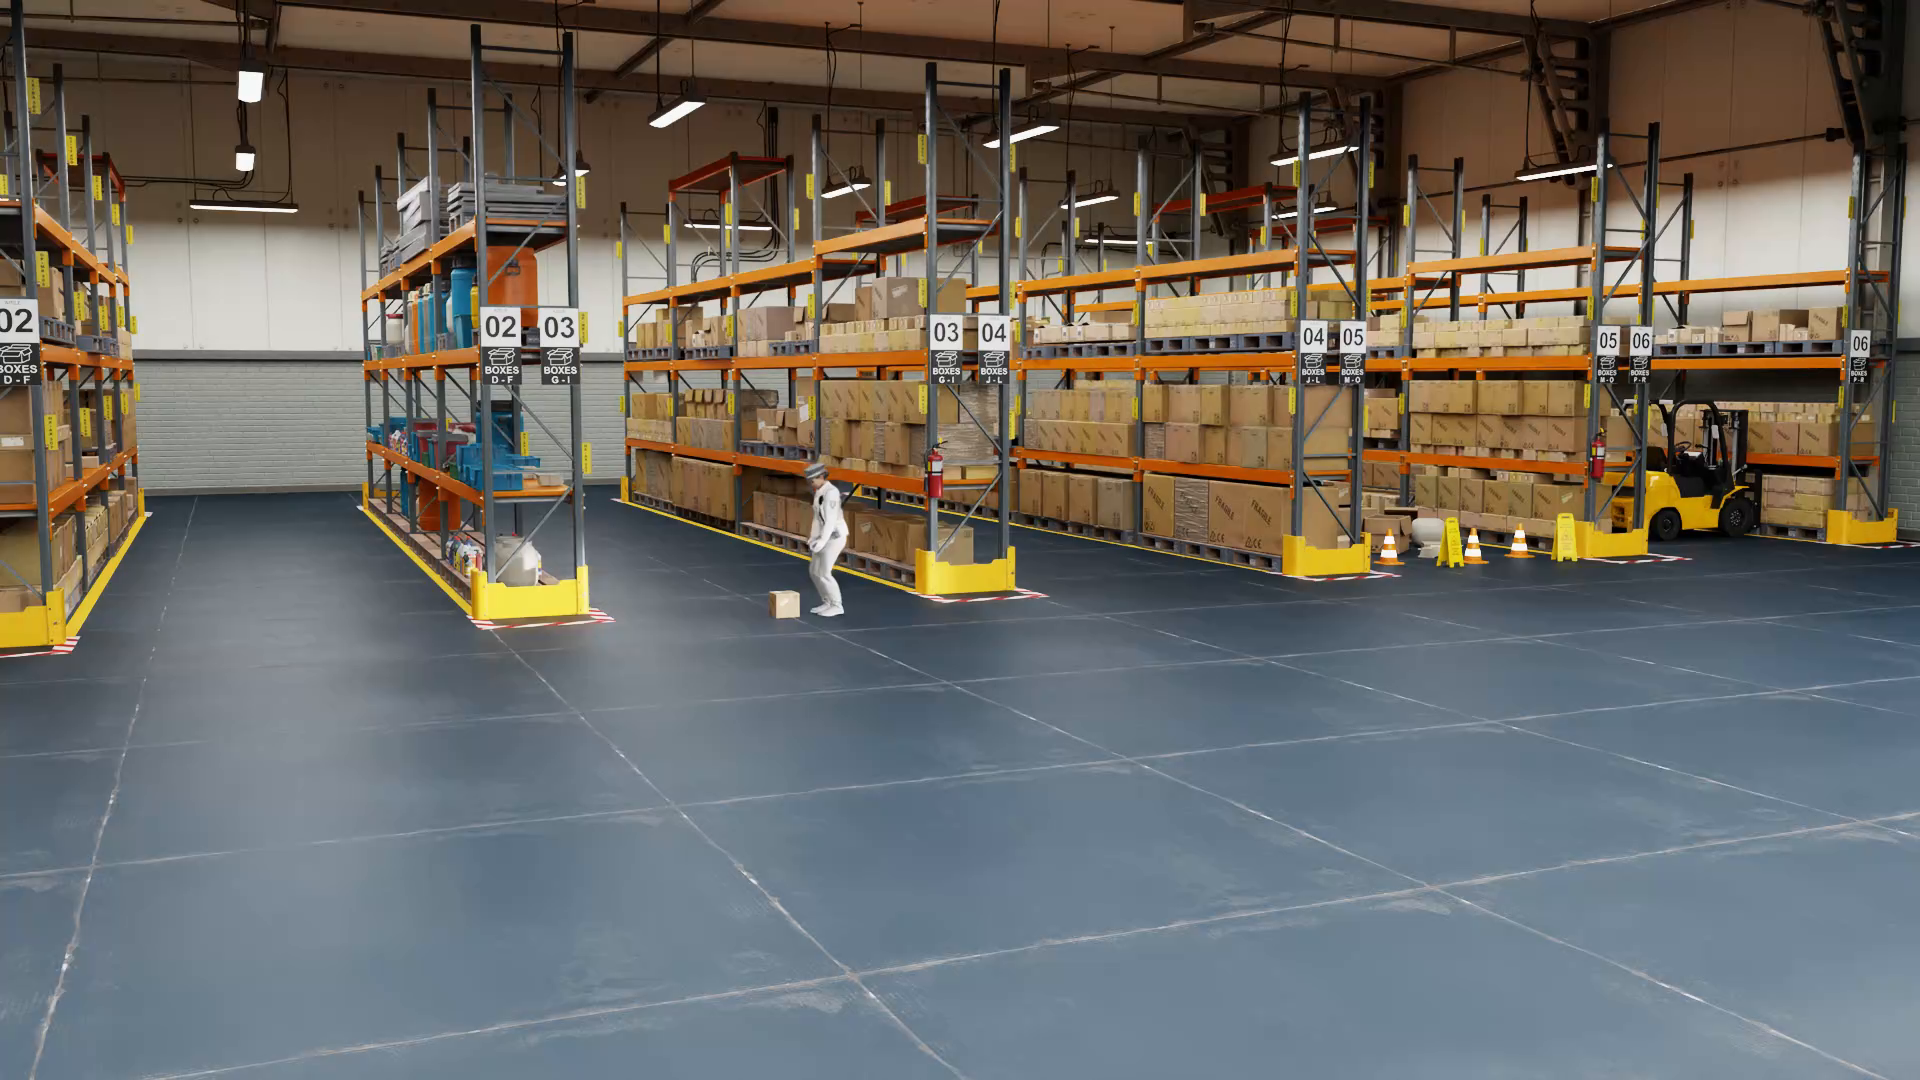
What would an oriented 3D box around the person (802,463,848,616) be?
[{"bbox_3d":[-1.415,-0.008,17.469,0.485,1.604,0.508,-2,6,-22],"label":"person"}]
